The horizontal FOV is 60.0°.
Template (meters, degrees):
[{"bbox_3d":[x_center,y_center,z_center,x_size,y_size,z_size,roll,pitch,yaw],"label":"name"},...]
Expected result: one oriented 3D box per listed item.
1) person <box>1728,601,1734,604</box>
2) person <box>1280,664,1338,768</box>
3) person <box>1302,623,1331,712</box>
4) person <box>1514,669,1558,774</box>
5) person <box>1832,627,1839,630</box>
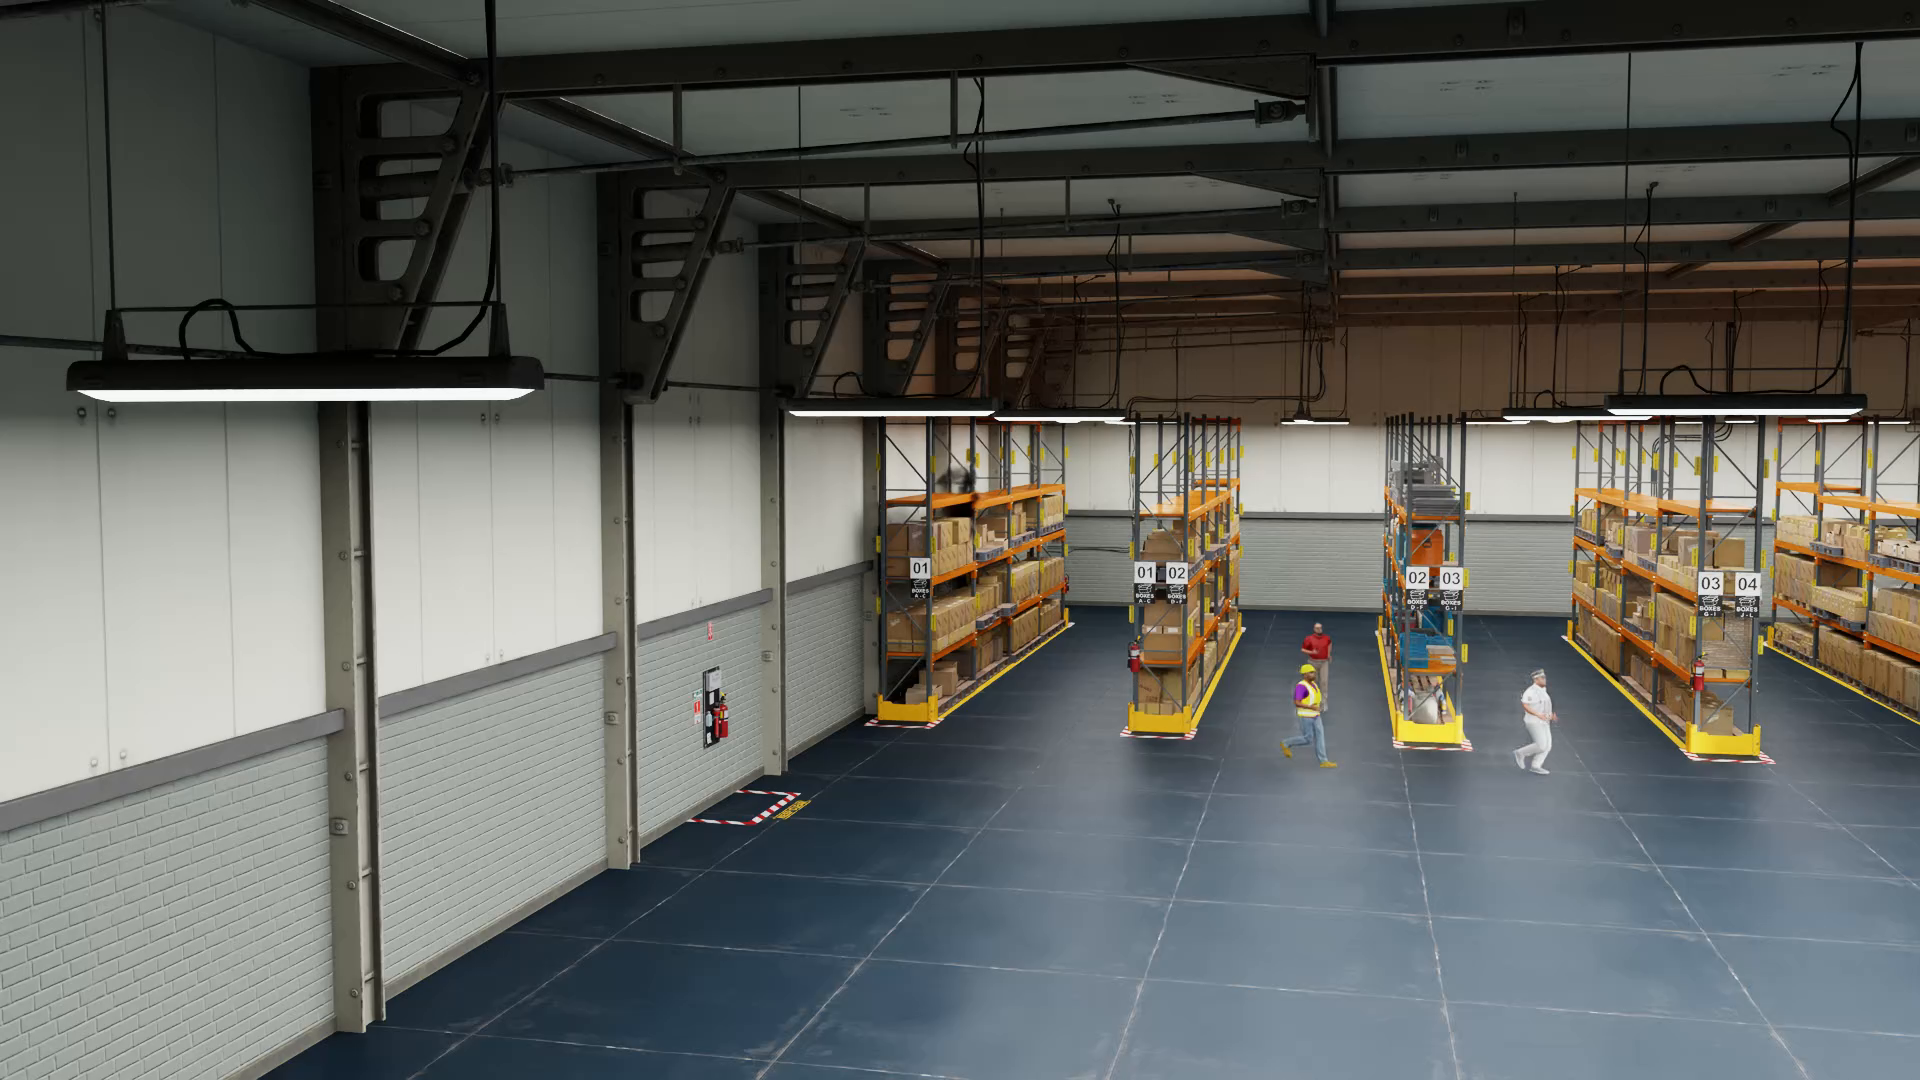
[{"bbox_3d":[20.024,1.958,43.954,0.779,1.641,0.636,2,4,28],"label":"person"},{"bbox_3d":[5.899,2.958,27.989,1.006,1.738,0.714,3,5,39],"label":"person"},{"bbox_3d":[7.276,2.552,33.833,0.659,1.737,0.967,0,4,-1],"label":"person"},{"bbox_3d":[9.526,2.992,27.523,0.595,1.732,0.639,4,5,42],"label":"person"},{"bbox_3d":[23.603,1.855,44.413,0.838,1.753,0.712,0,4,7],"label":"person"}]
